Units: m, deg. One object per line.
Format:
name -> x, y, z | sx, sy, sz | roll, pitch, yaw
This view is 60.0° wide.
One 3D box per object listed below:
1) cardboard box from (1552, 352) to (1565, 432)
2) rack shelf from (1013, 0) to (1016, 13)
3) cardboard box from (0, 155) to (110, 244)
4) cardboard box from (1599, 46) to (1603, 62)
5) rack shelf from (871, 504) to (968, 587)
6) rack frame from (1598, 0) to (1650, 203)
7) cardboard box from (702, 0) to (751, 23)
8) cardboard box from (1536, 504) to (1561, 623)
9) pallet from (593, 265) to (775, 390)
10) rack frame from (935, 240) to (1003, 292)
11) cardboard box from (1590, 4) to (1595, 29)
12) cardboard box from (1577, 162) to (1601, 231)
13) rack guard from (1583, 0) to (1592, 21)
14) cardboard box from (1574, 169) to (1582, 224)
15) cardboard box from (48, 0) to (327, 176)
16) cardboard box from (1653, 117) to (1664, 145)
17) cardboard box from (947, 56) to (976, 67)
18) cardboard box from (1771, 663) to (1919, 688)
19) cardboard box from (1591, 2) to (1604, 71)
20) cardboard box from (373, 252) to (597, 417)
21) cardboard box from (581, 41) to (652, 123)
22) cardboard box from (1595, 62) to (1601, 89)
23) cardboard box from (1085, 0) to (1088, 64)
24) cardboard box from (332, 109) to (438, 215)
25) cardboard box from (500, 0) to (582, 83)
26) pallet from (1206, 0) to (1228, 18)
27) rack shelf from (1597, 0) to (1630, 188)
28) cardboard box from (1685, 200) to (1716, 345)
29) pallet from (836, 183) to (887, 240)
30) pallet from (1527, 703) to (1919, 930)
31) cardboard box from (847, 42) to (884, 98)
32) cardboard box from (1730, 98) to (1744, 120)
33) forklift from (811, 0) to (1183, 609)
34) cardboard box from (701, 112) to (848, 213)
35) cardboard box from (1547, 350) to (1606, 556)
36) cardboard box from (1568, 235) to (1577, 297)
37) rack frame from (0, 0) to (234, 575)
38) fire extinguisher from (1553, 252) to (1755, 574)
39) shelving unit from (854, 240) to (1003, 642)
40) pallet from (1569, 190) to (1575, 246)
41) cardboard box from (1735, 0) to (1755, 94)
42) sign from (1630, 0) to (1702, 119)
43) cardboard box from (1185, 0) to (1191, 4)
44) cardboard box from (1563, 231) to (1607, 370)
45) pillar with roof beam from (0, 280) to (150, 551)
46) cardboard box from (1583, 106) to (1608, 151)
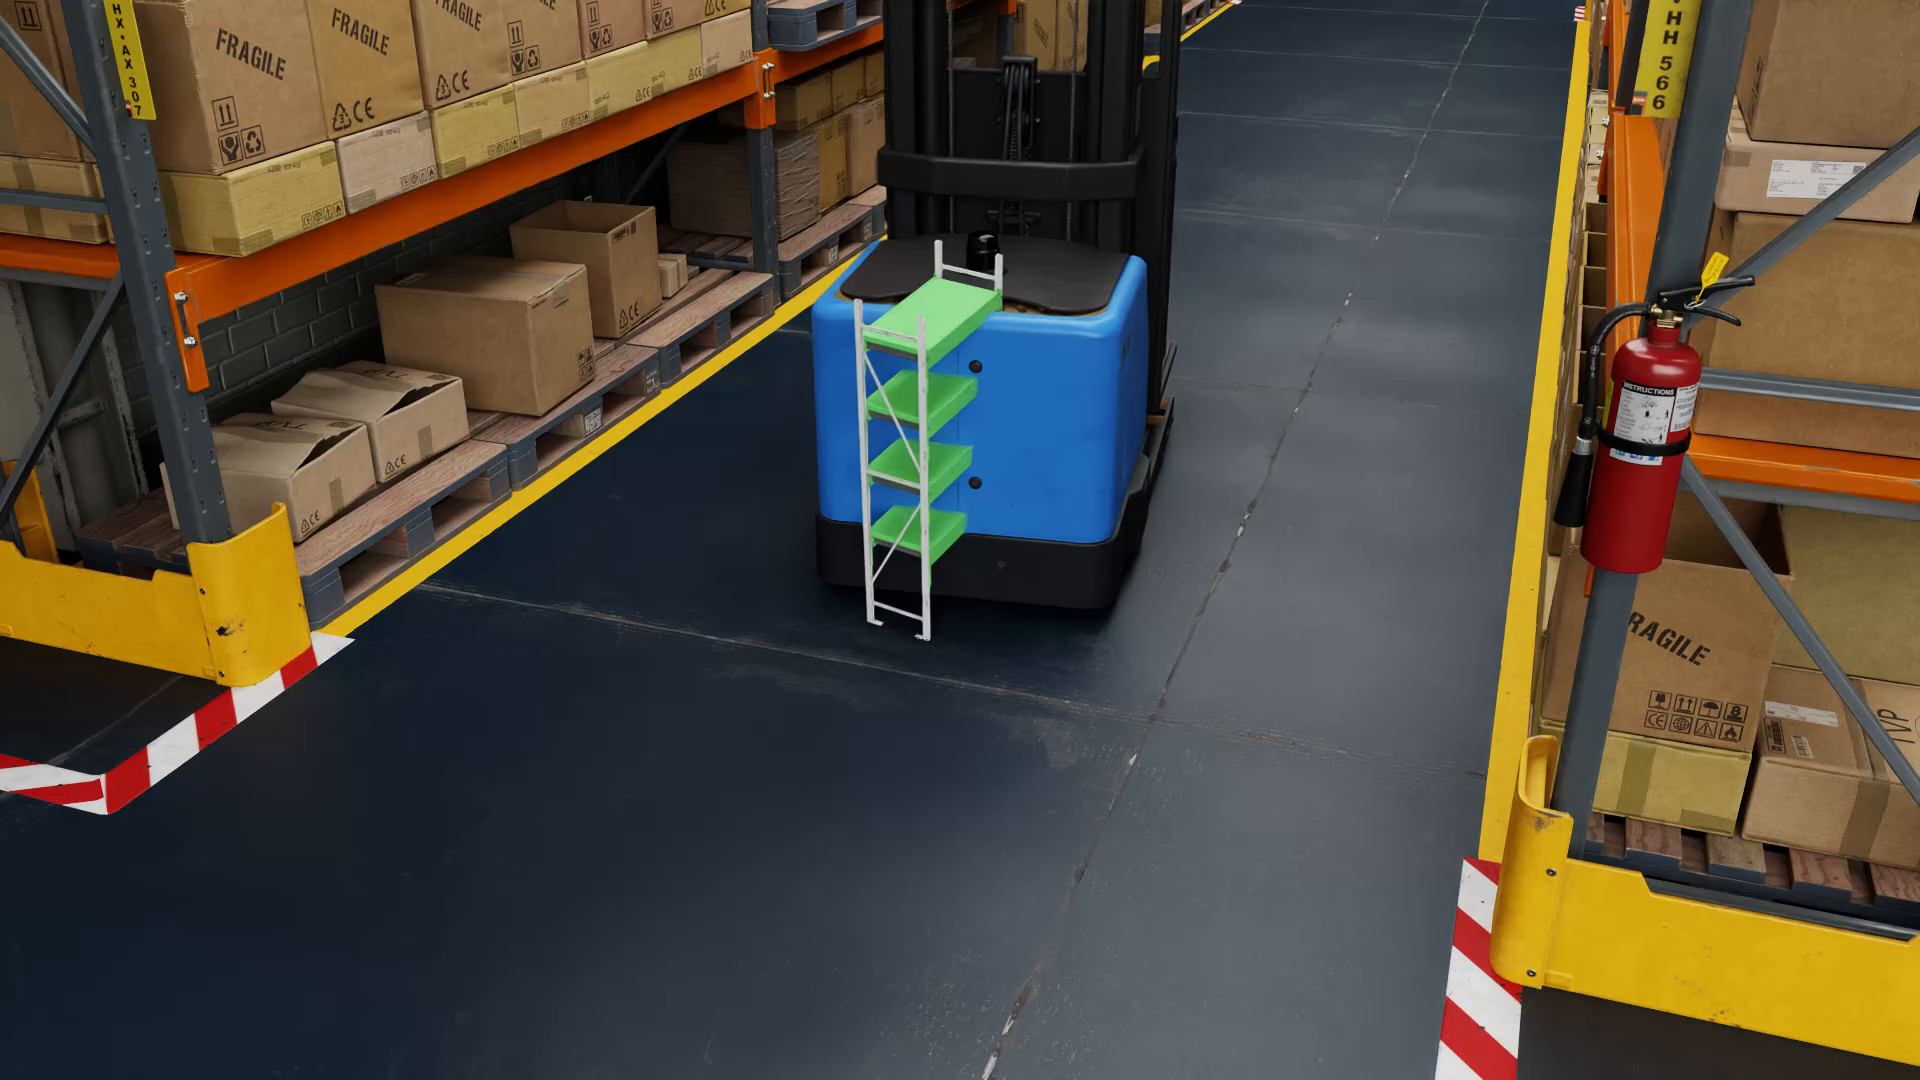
cardboard box -> 2.622, -0.525, 6.565 | 0.500, 0.250, 0.500 | 9, 27, 17
rack shelf -> 0.557, -4.784, 13.513 | 1.077, 0.370, 4.000 | 9, 27, 17
cardboard box -> -2.798, -1.160, 5.352 | 0.500, 0.250, 0.500 | 9, 27, 18
cardboard box -> 4.669, -3.421, 11.377 | 0.500, 0.250, 0.500 | 10, 28, 19
rack shelf -> -0.089, -0.059, 5.614 | 0.258, 0.148, 0.480 | 17, 38, 24
rack frame -> 3.233, -1.925, 6.783 | 1.000, 3.000, 0.127 | 9, 27, 17
cardboard box -> -1.305, -2.682, 7.635 | 0.500, 0.500, 0.500 | 9, 27, 17
cardboard box -> 2.122, 0.091, 5.293 | 0.500, 0.250, 0.500 | 9, 27, 17
pallet -> -1.630, -1.105, 8.291 | 1.003, 0.211, 1.213 | 9, 27, 17
rack frame -> 0.029, -0.431, 5.619 | 0.240, 1.200, 0.015 | 17, 38, 24
cardboard box -> 6.067, -4.784, 15.269 | 0.500, 0.311, 0.500 | 9, 27, 17
cardboard box -> 3.433, -1.756, 8.465 | 0.500, 0.311, 0.500 | 9, 27, 17
rack guard -> 7.201, -5.700, 17.449 | 1.175, 0.500, 0.348 | 9, 27, 17
cardboard box -> 3.779, -1.926, 9.460 | 0.500, 0.250, 0.500 | 8, 27, 16
cardboard box -> -2.328, -1.429, 5.049 | 0.500, 0.500, 0.500 | 9, 27, 18
cardboard box -> 3.091, -1.787, 6.383 | 0.700, 0.500, 0.500 | 8, 27, 16
cardboard box -> -0.299, -3.055, 11.481 | 0.700, 0.500, 0.500 | 9, 27, 18
cardboard box -> 2.453, 0.373, 4.710 | 0.500, 0.250, 0.500 | 9, 27, 17
cardboard box -> 5.504, -4.122, 13.685 | 0.500, 0.500, 0.500 | 8, 27, 15
cardboard box -> -1.975, -0.871, 6.970 | 0.700, 0.500, 0.500 | 7, 27, 14
cardboard box -> -1.638, -1.932, 6.948 | 0.500, 0.250, 0.500 | 9, 27, 17
cardboard box -> 4.654, -3.060, 11.491 | 0.500, 0.500, 0.500 | 10, 28, 19
cardboard box -> 0.836, -4.499, 14.085 | 0.750, 0.750, 0.750 | 10, 27, 19
cardboard box -> -2.150, -1.309, 5.661 | 0.500, 0.250, 0.500 | 8, 27, 16
cardboard box -> -1.816, -2.056, 6.344 | 0.500, 0.500, 0.500 | 10, 27, 19
pallet -> 2.361, -5.978, 18.355 | 1.003, 0.211, 1.213 | 9, 27, 17
rack shelf -> 3.899, -2.423, 8.638 | 1.077, 0.370, 4.000 | 9, 27, 17
cardboard box -> 2.240, -0.733, 4.206 | 0.700, 0.500, 0.500 | 9, 27, 19
pallet -> -0.778, -2.210, 10.572 | 1.003, 0.211, 1.213 | 9, 27, 17
pallet -> 2.117, 0.654, 4.658 | 1.003, 0.211, 1.213 | 9, 27, 17
cardboard box -> -0.714, -2.955, 10.415 | 0.500, 0.250, 0.500 | 9, 27, 17
cardboard box -> 1.935, -0.910, 3.829 | 0.380, 0.149, 0.250 | 9, 27, 19
forklift -> 0.311, -1.705, 6.407 | 1.130, 2.935, 3.031 | 5, 26, 11
cardboard box -> -1.086, -2.239, 9.796 | 0.700, 0.500, 0.500 | 8, 27, 16
cardboard box -> 2.119, -0.247, 5.130 | 0.500, 0.500, 0.500 | 9, 27, 17
cardboard box -> 3.268, -1.296, 8.159 | 0.500, 0.250, 0.500 | 8, 27, 17
rack frame -> -2.771, -0.998, 4.869 | 1.000, 3.000, 0.127 | 9, 27, 17
fire extinguisher -> 1.425, -0.265, 3.444 | 0.296, 0.674, 0.183 | 9, 27, 17
shelving unit -> -0.090, -0.311, 5.443 | 0.258, 1.200, 0.503 | 17, 38, 24
pallet -> 4.253, -1.981, 10.099 | 1.003, 0.211, 1.213 | 9, 27, 17
cardboard box -> 2.257, -1.339, 3.969 | 0.700, 0.500, 0.500 | 8, 27, 16
sign -> 1.395, -0.993, 3.259 | 0.100, 0.325, 0.005 | 9, 27, 17
cardboard box -> 2.082, -5.922, 17.426 | 0.700, 0.500, 0.500 | 8, 27, 16
cardboard box -> 2.624, -0.862, 6.401 | 0.500, 0.500, 0.500 | 9, 27, 17
pillar with roof beam -> 0.706, -3.487, 3.125 | 9.100, 9.000, 0.400 | 9, 27, 17
cardboard box -> 3.946, -2.383, 9.759 | 0.500, 0.311, 0.500 | 8, 27, 16
